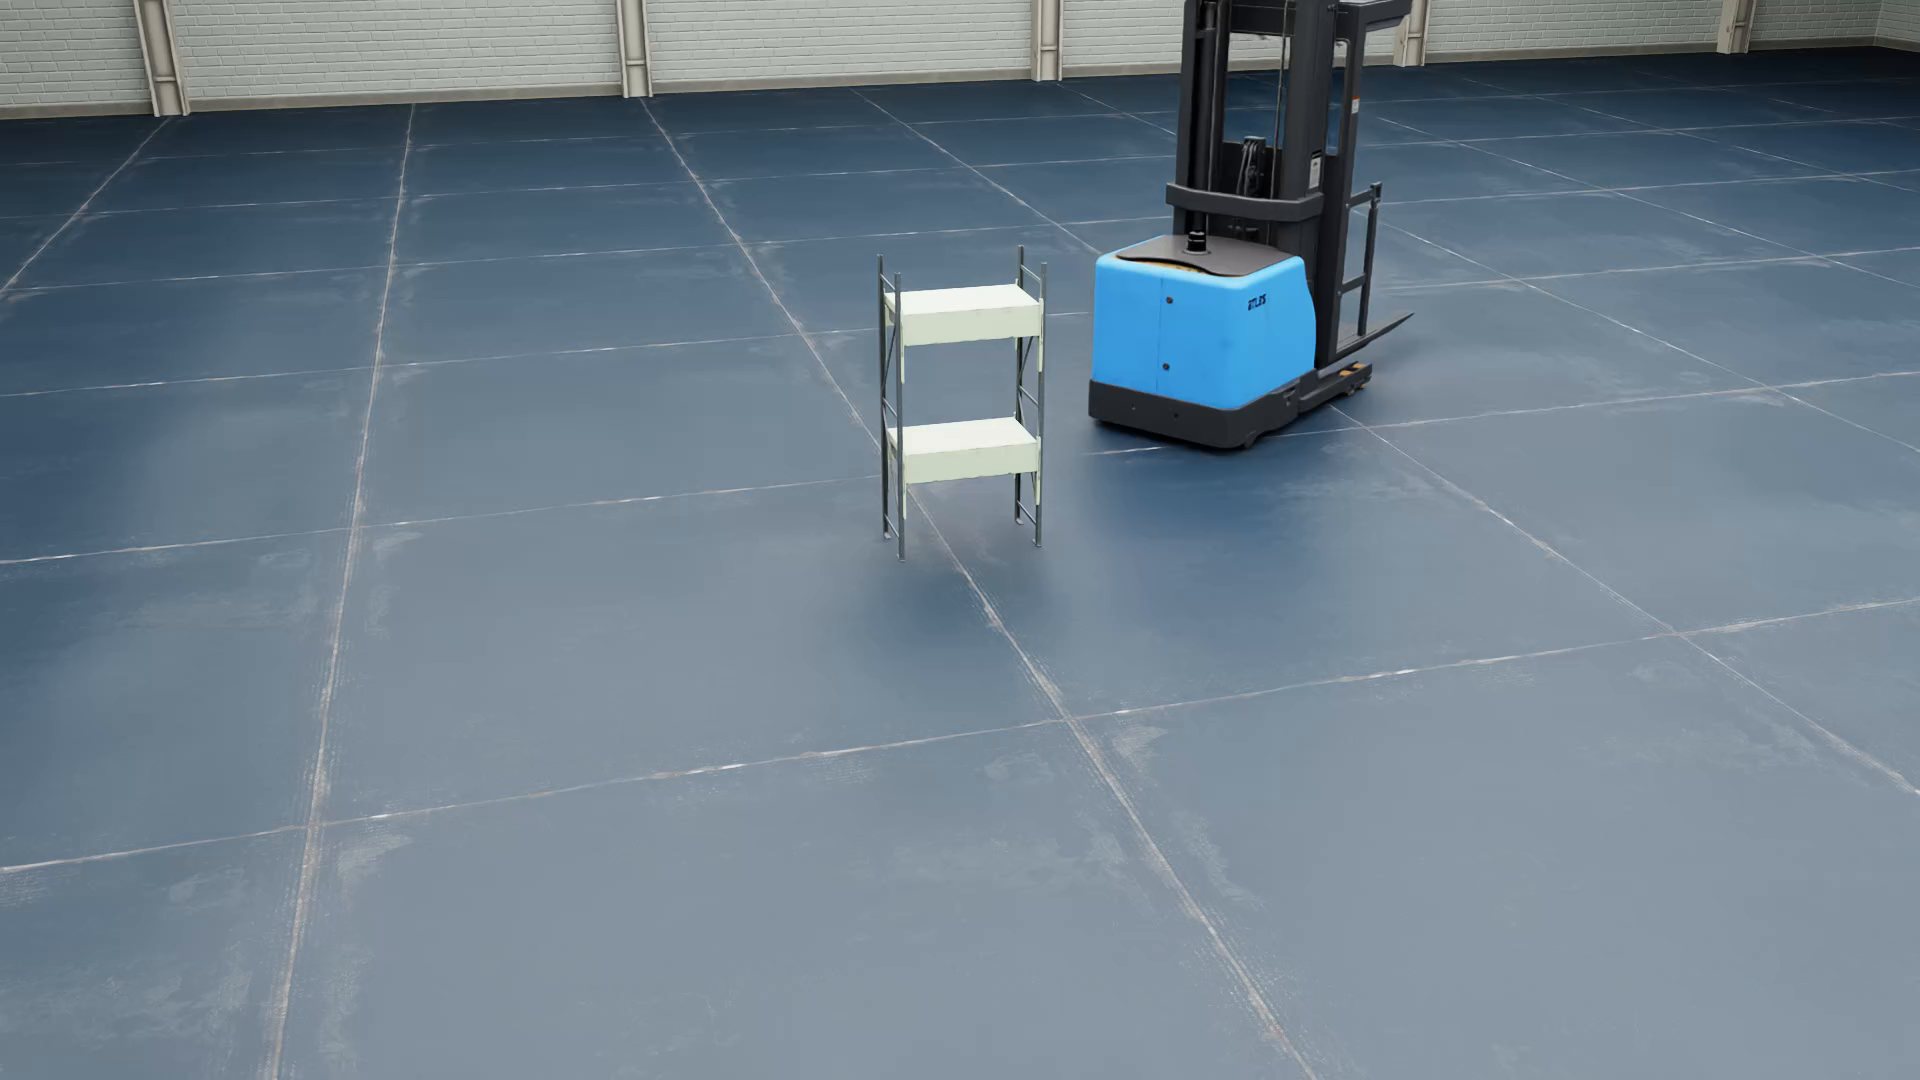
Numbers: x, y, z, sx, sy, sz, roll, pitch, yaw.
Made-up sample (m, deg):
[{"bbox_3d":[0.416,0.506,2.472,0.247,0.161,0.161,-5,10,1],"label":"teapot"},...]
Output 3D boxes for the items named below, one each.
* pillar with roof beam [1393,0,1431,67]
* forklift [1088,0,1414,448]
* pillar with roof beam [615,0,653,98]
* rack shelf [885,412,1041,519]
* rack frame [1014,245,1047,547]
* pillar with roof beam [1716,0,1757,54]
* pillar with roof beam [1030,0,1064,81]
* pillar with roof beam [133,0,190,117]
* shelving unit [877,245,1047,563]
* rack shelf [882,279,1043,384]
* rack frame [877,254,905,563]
[{"bbox_3d":[8.218,-9.978,20.591,0.400,9.000,9.100,-6,24,-14],"label":"pillar with roof beam"},{"bbox_3d":[2.099,-2.404,10.636,1.130,2.935,3.031,17,28,34],"label":"forklift"},{"bbox_3d":[-3.336,-8.699,17.612,0.400,9.000,9.100,-6,24,-14],"label":"pillar with roof beam"},{"bbox_3d":[0.006,-0.390,8.584,0.720,0.370,0.431,-6,24,-14],"label":"rack shelf"},{"bbox_3d":[0.359,-0.729,8.547,0.023,1.500,0.400,-6,24,-14],"label":"rack frame"},{"bbox_3d":[13.995,-10.617,22.080,0.400,9.000,9.100,-6,24,-14],"label":"pillar with roof beam"},{"bbox_3d":[2.441,-9.338,19.102,0.400,9.000,9.100,-6,24,-14],"label":"pillar with roof beam"},{"bbox_3d":[-9.113,-8.060,16.123,0.400,9.000,9.100,-6,24,-14],"label":"pillar with roof beam"},{"bbox_3d":[0.006,-0.690,8.456,0.755,1.500,0.431,-6,24,-14],"label":"shelving unit"},{"bbox_3d":[0.006,-1.049,8.302,0.720,0.370,0.431,-6,24,-14],"label":"rack shelf"},{"bbox_3d":[-0.346,-0.651,8.365,0.023,1.500,0.400,-6,24,-14],"label":"rack frame"}]
